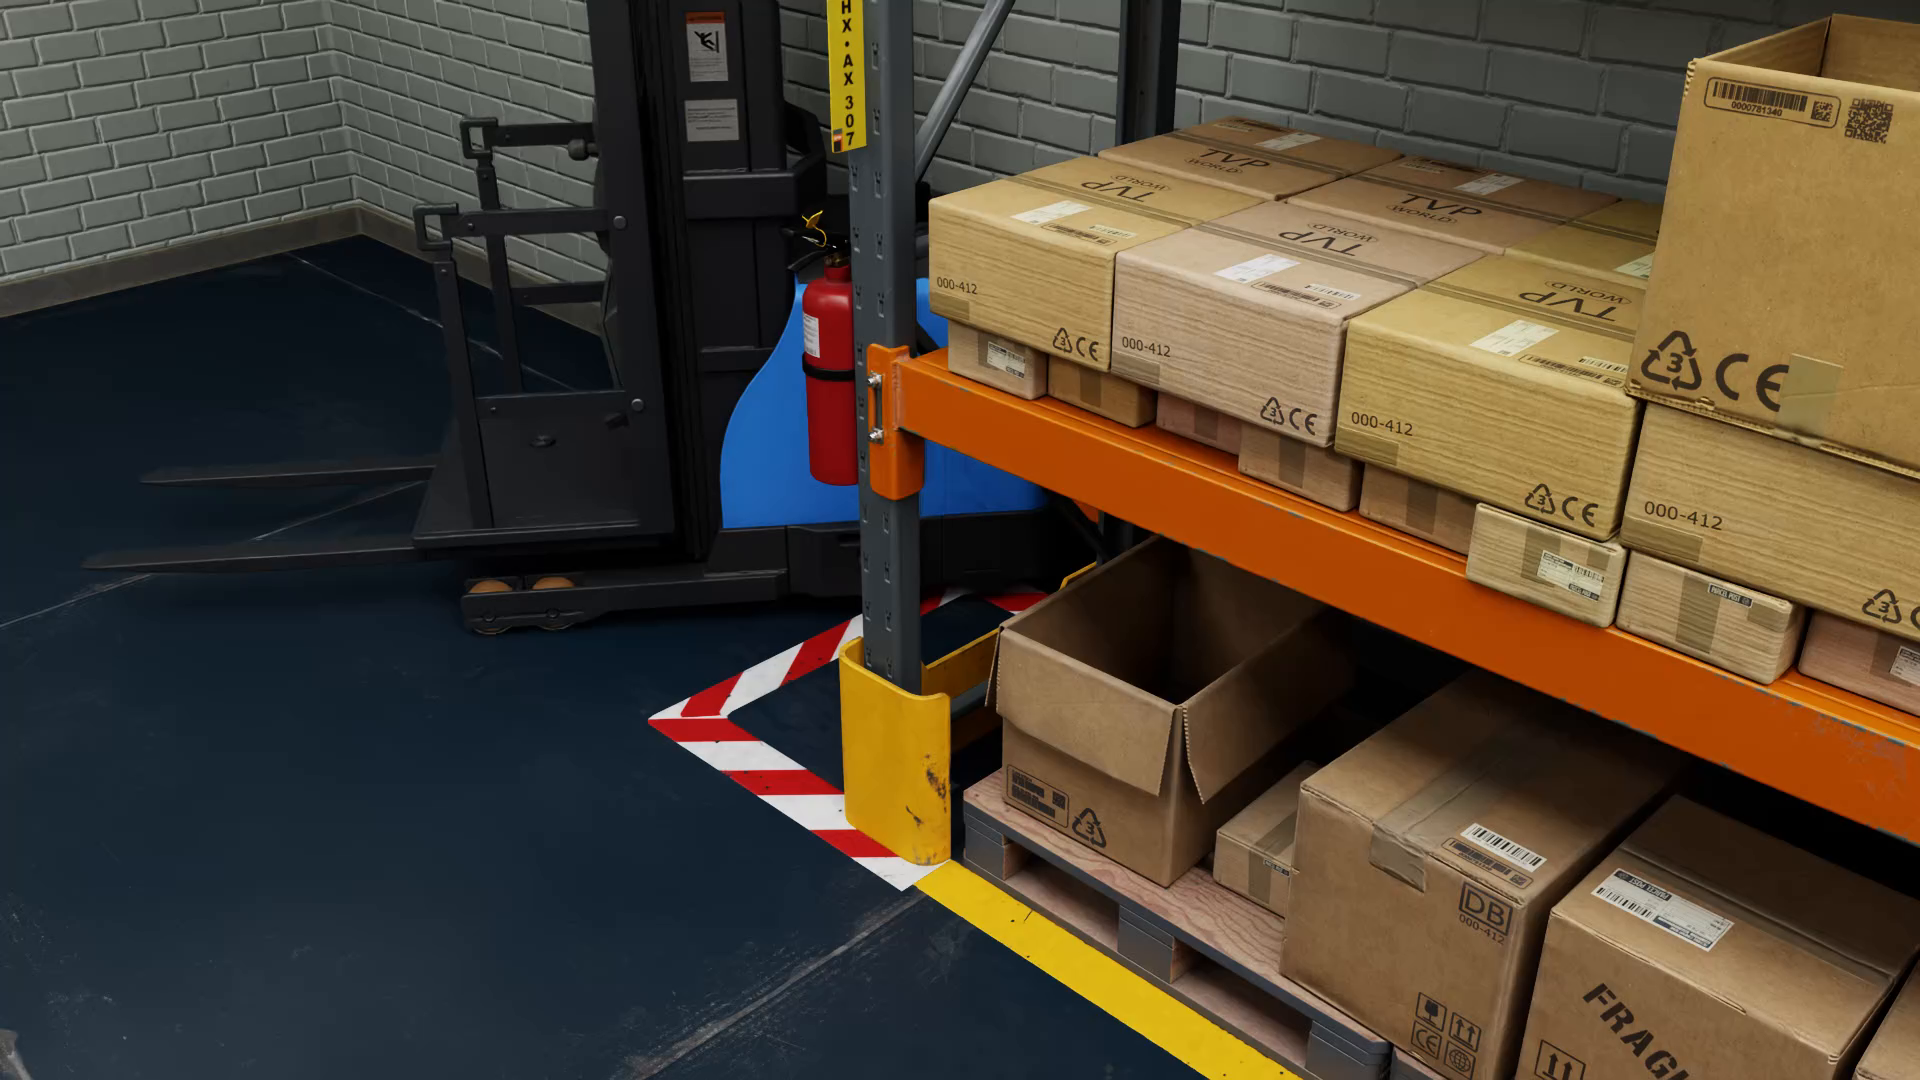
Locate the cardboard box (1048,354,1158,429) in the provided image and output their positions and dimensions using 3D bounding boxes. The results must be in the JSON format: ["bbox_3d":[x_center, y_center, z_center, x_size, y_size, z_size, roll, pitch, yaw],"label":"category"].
[{"bbox_3d":[0.405,-0.391,3.541,0.380,0.149,0.250,-24,36,-38],"label":"cardboard box"}]

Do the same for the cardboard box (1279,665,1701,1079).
[{"bbox_3d":[1.101,0.675,3.478,0.700,0.500,0.500,-24,36,-37],"label":"cardboard box"}]

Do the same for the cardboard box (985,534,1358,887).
[{"bbox_3d":[0.519,0.382,4.032,0.637,0.503,0.797,23,35,37],"label":"cardboard box"}]

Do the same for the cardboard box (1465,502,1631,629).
[{"bbox_3d":[1.075,-0.022,2.839,0.250,0.149,0.380,23,36,37],"label":"cardboard box"}]

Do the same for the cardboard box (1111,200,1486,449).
[{"bbox_3d":[0.643,-0.432,3.189,0.500,0.250,0.500,-25,37,-39],"label":"cardboard box"}]

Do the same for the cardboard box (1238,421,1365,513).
[{"bbox_3d":[0.754,-0.214,3.204,0.380,0.149,0.250,-24,36,-38],"label":"cardboard box"}]

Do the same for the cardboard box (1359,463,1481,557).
[{"bbox_3d":[0.947,-0.129,3.043,0.380,0.149,0.250,-25,36,-38],"label":"cardboard box"}]

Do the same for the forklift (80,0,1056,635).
[{"bbox_3d":[-1.250,-1.264,5.004,3.031,2.935,1.130,-4,28,-7],"label":"forklift"}]

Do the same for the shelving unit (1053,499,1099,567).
[{"bbox_3d":[0.451,-0.370,5.305,0.252,1.050,0.215,23,34,39],"label":"shelving unit"}]

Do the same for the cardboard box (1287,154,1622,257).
[{"bbox_3d":[1.030,-0.603,3.515,0.500,0.250,0.500,25,36,39],"label":"cardboard box"}]

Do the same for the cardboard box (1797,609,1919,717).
[{"bbox_3d":[1.509,0.118,2.572,0.250,0.149,0.380,24,36,38],"label":"cardboard box"}]

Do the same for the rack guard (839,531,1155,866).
[{"bbox_3d":[0.203,0.363,4.523,0.348,0.500,1.175,25,36,38],"label":"rack guard"}]

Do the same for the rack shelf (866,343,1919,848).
[{"bbox_3d":[1.575,0.203,2.914,4.000,0.370,1.077,25,36,38],"label":"rack shelf"}]

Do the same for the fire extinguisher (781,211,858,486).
[{"bbox_3d":[-0.280,-0.464,3.892,0.183,0.674,0.296,25,36,38],"label":"fire extinguisher"}]

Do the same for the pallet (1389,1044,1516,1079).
[{"bbox_3d":[1.638,1.149,3.339,1.213,0.211,1.003,25,36,38],"label":"pallet"}]

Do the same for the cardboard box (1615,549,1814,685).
[{"bbox_3d":[1.277,0.057,2.688,0.380,0.149,0.250,-24,36,-38],"label":"cardboard box"}]

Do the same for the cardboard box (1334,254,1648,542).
[{"bbox_3d":[1.007,-0.267,2.877,0.500,0.250,0.500,24,36,37],"label":"cardboard box"}]

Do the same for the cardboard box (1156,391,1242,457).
[{"bbox_3d":[0.617,-0.317,3.400,0.250,0.149,0.380,24,36,38],"label":"cardboard box"}]

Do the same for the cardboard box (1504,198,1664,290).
[{"bbox_3d":[1.380,-0.440,3.205,0.500,0.250,0.500,-24,36,-38],"label":"cardboard box"}]

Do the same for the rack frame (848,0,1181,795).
[{"bbox_3d":[0.149,-0.768,3.988,0.127,3.000,1.000,25,36,38],"label":"rack frame"}]

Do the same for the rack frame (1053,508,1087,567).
[{"bbox_3d":[0.364,-0.407,5.382,0.008,1.050,0.200,23,34,39],"label":"rack frame"}]

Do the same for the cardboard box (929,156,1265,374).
[{"bbox_3d":[0.284,-0.596,3.502,0.500,0.250,0.500,25,37,39],"label":"cardboard box"}]

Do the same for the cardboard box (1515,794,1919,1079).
[{"bbox_3d":[1.408,0.881,3.087,0.500,0.500,0.500,-24,36,-38],"label":"cardboard box"}]

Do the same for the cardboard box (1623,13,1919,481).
[{"bbox_3d":[1.353,-0.439,2.397,0.500,0.500,0.500,-24,36,-38],"label":"cardboard box"}]

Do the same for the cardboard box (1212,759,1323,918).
[{"bbox_3d":[0.794,0.690,3.826,0.250,0.149,0.380,23,35,37],"label":"cardboard box"}]

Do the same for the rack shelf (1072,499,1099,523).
[{"bbox_3d":[0.448,-0.109,5.429,0.240,0.259,0.215,23,34,39],"label":"rack shelf"}]

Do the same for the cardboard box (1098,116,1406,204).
[{"bbox_3d":[0.663,-0.772,3.836,0.500,0.250,0.500,-24,36,-38],"label":"cardboard box"}]

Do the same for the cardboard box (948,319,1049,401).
[{"bbox_3d":[0.191,-0.459,3.669,0.250,0.149,0.380,24,36,38],"label":"cardboard box"}]

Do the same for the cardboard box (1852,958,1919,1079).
[{"bbox_3d":[1.841,1.014,2.834,0.500,0.500,0.700,23,35,37],"label":"cardboard box"}]

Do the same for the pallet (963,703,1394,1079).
[{"bbox_3d":[0.772,0.751,4.096,1.213,0.211,1.003,25,36,38],"label":"pallet"}]

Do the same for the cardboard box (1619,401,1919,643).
[{"bbox_3d":[1.387,-0.108,2.573,0.500,0.250,0.500,23,36,37],"label":"cardboard box"}]

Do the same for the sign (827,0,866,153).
[{"bbox_3d":[-0.231,-0.971,3.444,0.005,0.325,0.100,25,36,38],"label":"sign"}]
